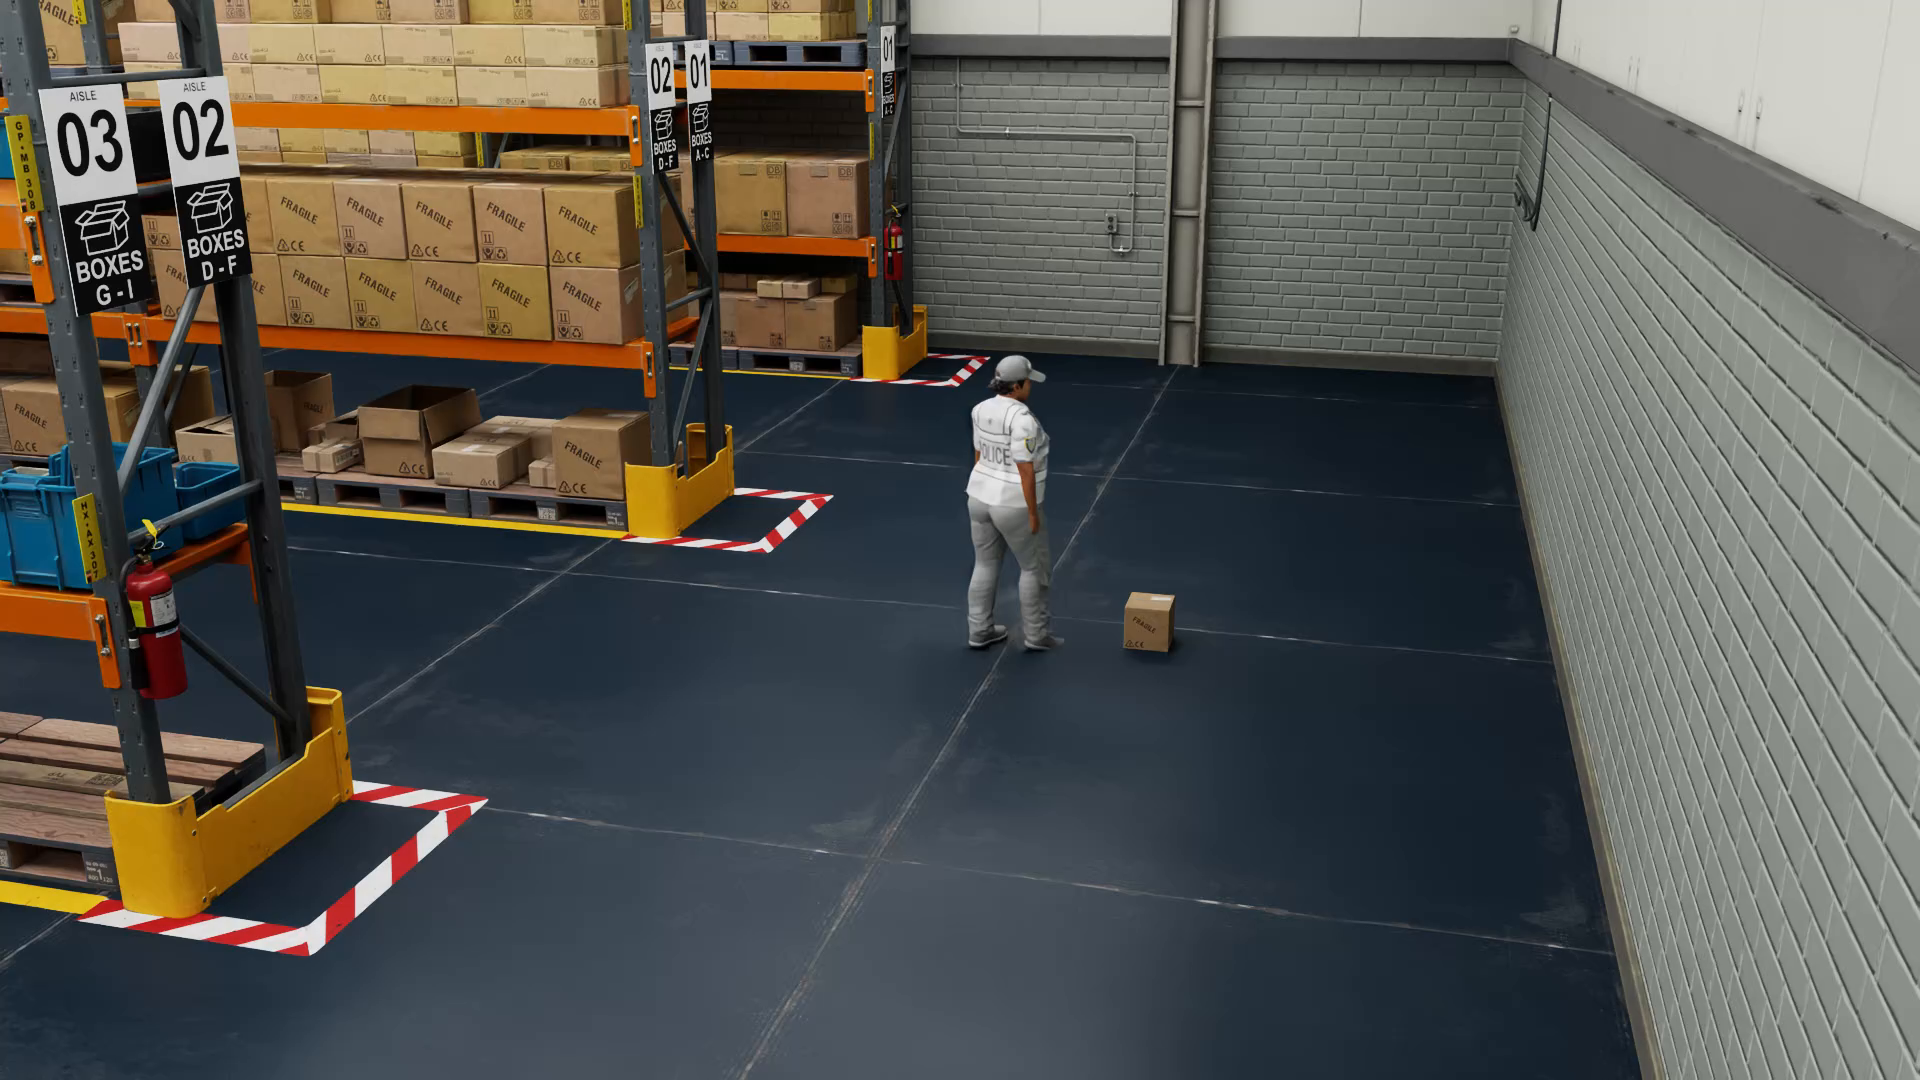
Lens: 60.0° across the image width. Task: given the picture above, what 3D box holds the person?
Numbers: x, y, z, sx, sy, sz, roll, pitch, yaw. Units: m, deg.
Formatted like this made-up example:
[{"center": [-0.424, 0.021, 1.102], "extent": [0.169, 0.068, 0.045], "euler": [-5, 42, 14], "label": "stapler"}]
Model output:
[{"center": [0.306, -0.185, 9.164], "extent": [0.521, 1.707, 0.489], "euler": [-16, 24, -39], "label": "person"}]
